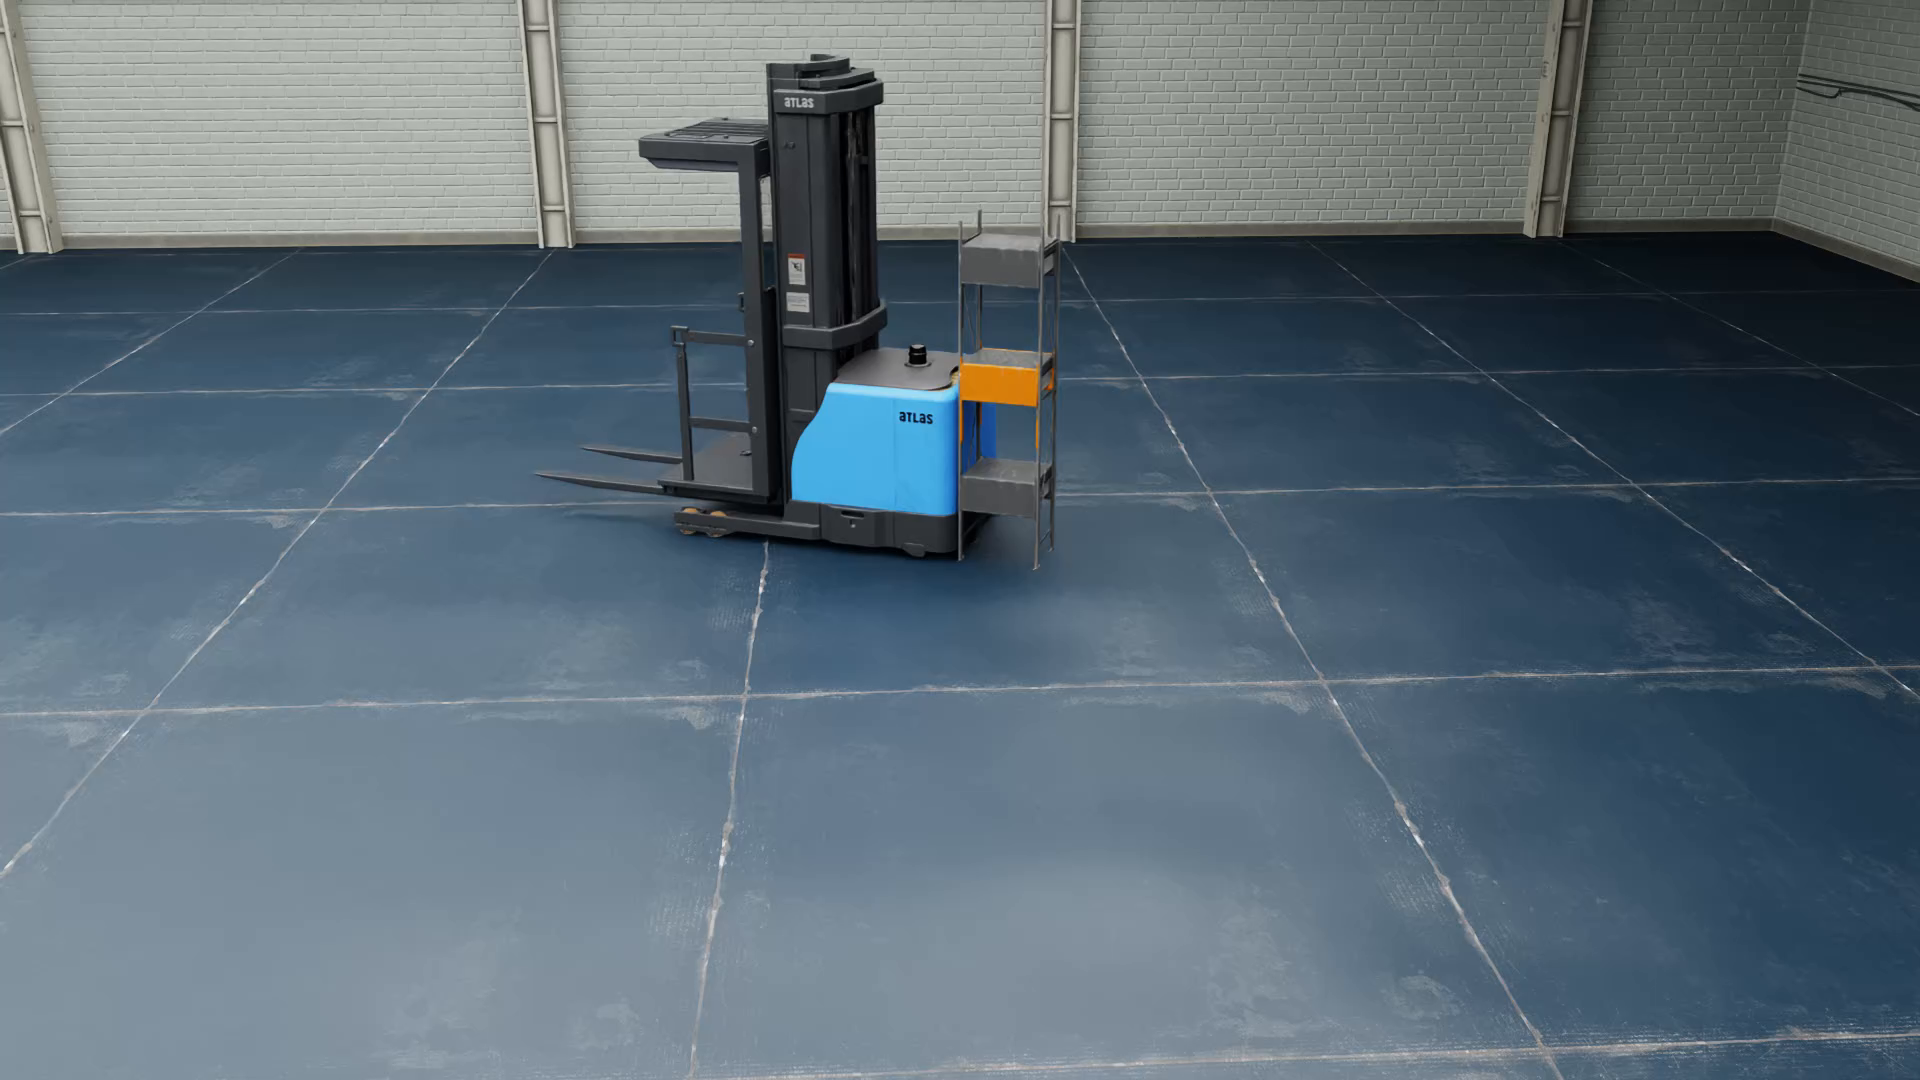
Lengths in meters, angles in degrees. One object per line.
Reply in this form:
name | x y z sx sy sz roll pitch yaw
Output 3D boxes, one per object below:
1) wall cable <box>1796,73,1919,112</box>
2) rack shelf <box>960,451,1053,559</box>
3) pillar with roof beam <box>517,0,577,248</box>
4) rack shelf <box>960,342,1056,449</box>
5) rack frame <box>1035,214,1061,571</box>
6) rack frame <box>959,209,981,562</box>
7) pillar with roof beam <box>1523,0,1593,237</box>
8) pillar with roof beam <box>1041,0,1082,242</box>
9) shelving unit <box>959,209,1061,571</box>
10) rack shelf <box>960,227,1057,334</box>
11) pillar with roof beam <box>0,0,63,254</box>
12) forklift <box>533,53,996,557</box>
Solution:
wall cable | 10.197 -6.105 18.373 0.112 2.526 3.097 -1 21 -3
rack shelf | 0.292 -0.220 10.253 0.480 0.518 0.431 7 22 17
pillar with roof beam | -4.555 -6.193 14.241 0.400 9.000 9.100 -1 21 -3
rack shelf | 0.292 -0.874 10.004 0.480 0.518 0.431 7 22 17
rack frame | 0.524 -0.860 9.929 0.015 2.100 0.400 7 22 17
rack frame | 0.059 -0.914 10.069 0.015 2.100 0.400 7 22 17
pillar with roof beam | 7.426 -6.437 14.881 0.400 9.000 9.100 -1 21 -3
pillar with roof beam | 1.436 -6.315 14.561 0.400 9.000 9.100 -1 21 -3
shelving unit | 0.292 -0.887 9.999 0.503 2.100 0.431 7 22 17
rack shelf | 0.292 -1.528 9.755 0.480 0.518 0.431 7 22 17
pillar with roof beam | -10.545 -6.071 13.920 0.400 9.000 9.100 -1 21 -3
forklift | -1.325 -1.555 10.586 3.031 2.935 1.130 7 22 17
